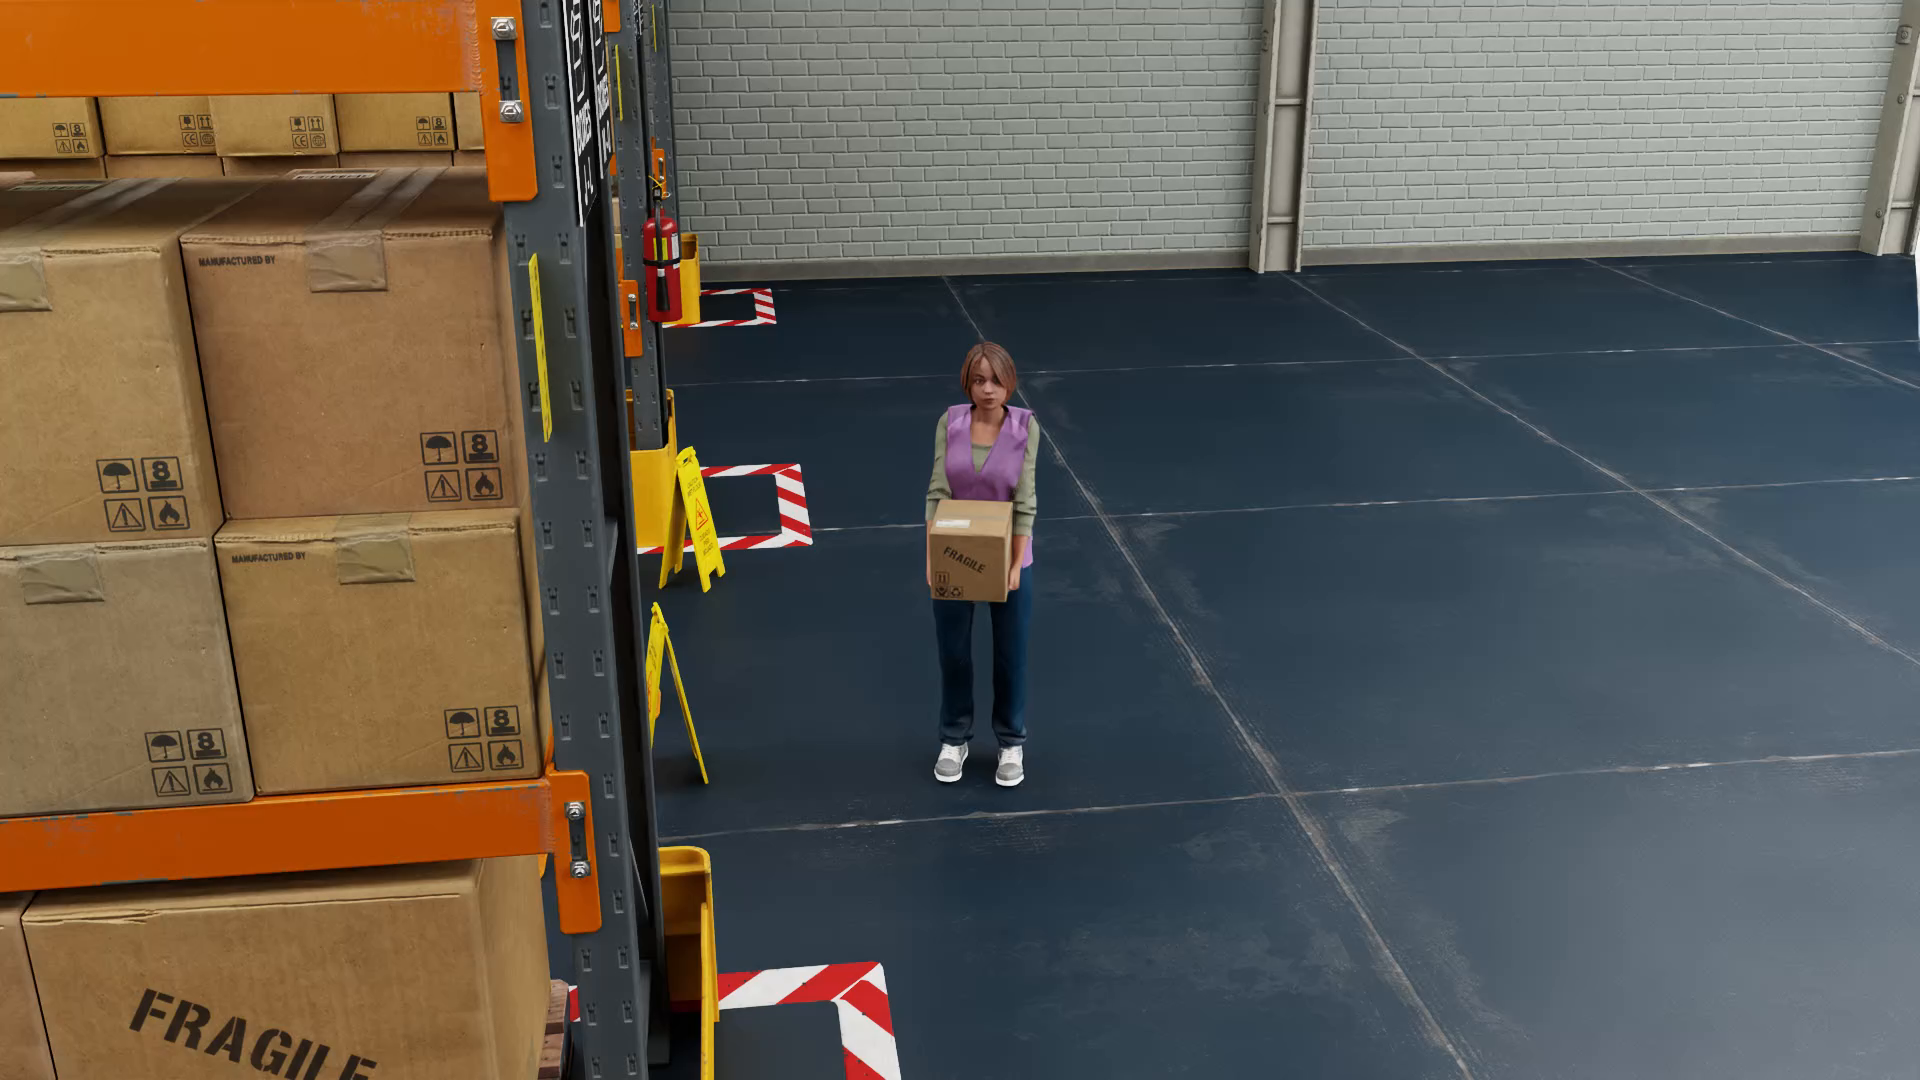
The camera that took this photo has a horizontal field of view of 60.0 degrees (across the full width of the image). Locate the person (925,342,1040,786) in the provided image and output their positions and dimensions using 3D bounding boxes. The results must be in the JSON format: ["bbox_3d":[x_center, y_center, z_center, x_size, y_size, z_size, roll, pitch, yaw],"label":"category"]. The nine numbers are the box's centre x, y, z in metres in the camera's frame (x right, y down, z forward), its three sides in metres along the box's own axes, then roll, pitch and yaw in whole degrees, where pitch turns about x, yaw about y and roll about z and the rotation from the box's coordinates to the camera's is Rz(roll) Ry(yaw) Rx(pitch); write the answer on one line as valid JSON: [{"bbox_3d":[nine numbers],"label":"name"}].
[{"bbox_3d":[0.076,0.120,5.772,0.380,1.599,0.495,3,21,8],"label":"person"}]
